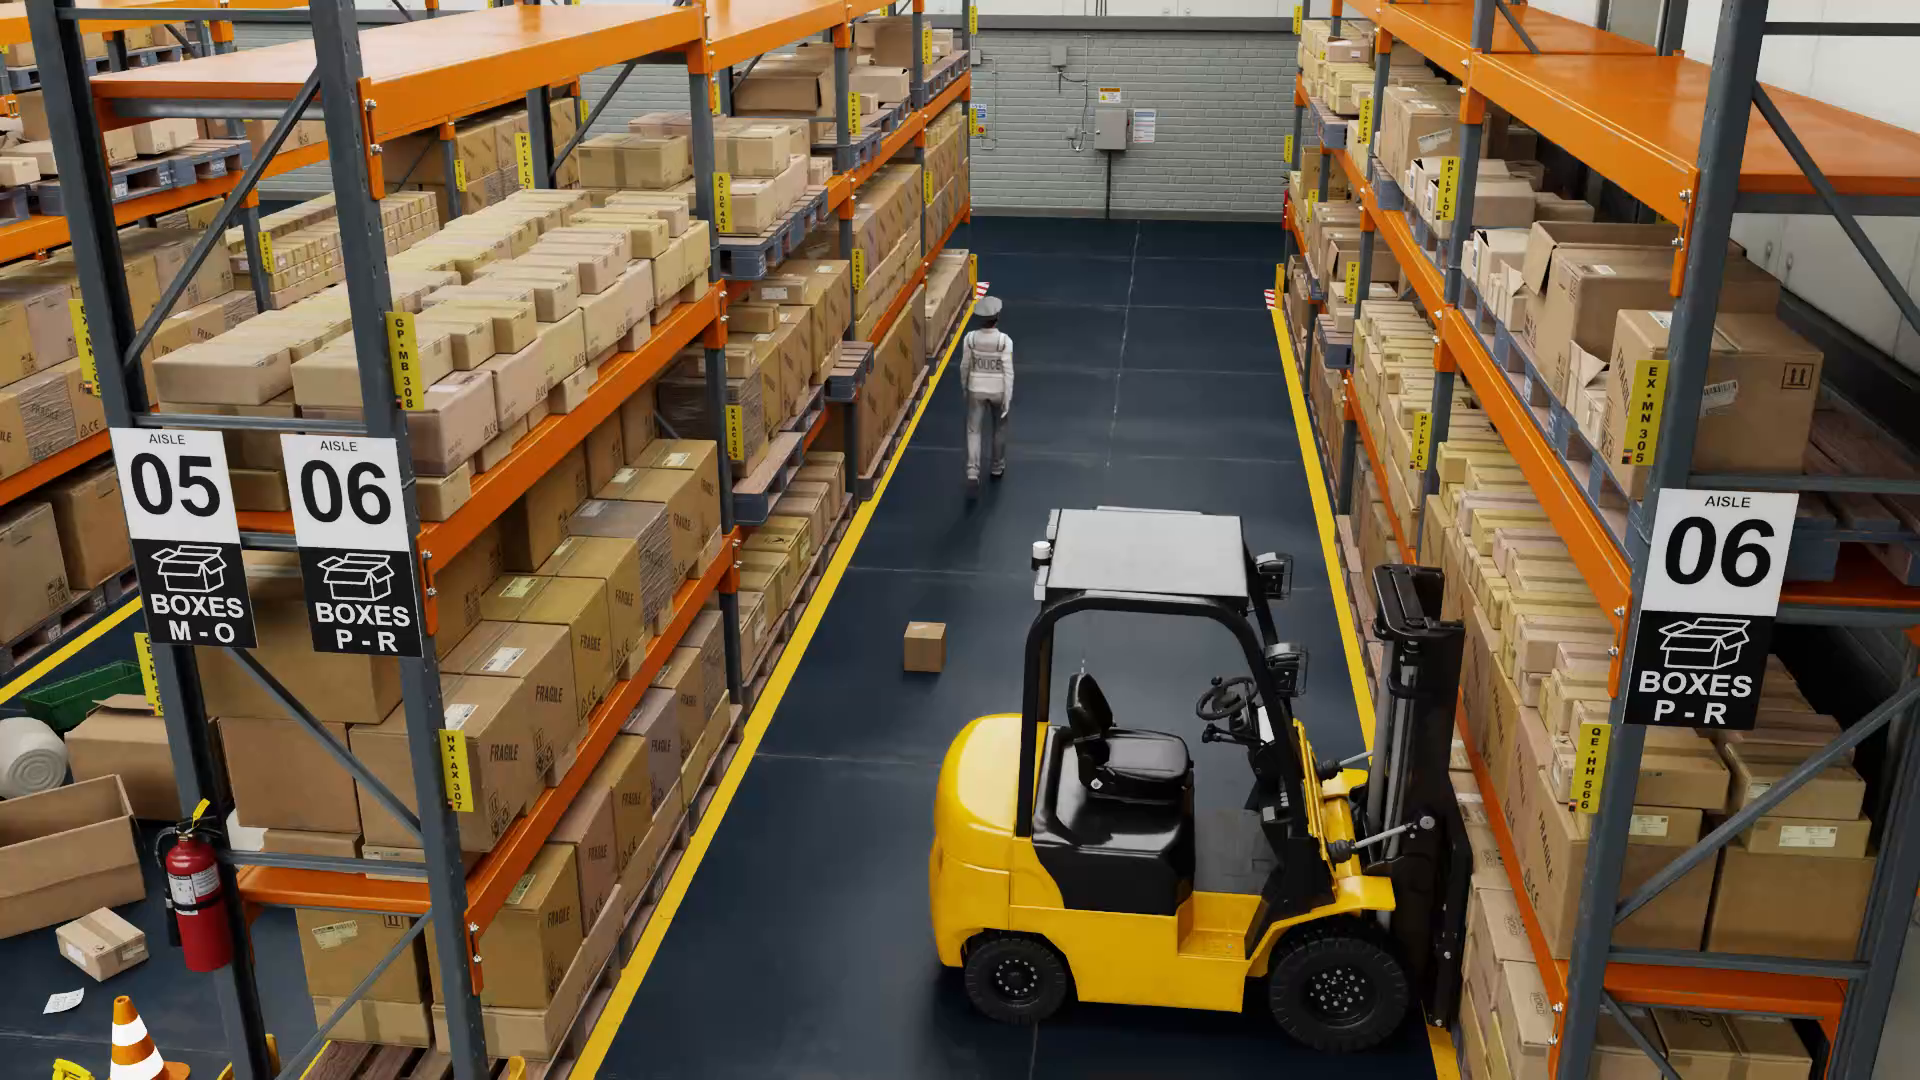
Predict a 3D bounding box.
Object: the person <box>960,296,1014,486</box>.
[{"bbox_3d":[0.231,-1.277,14.295,0.477,1.645,0.935,2,21,6],"label":"person"}]
